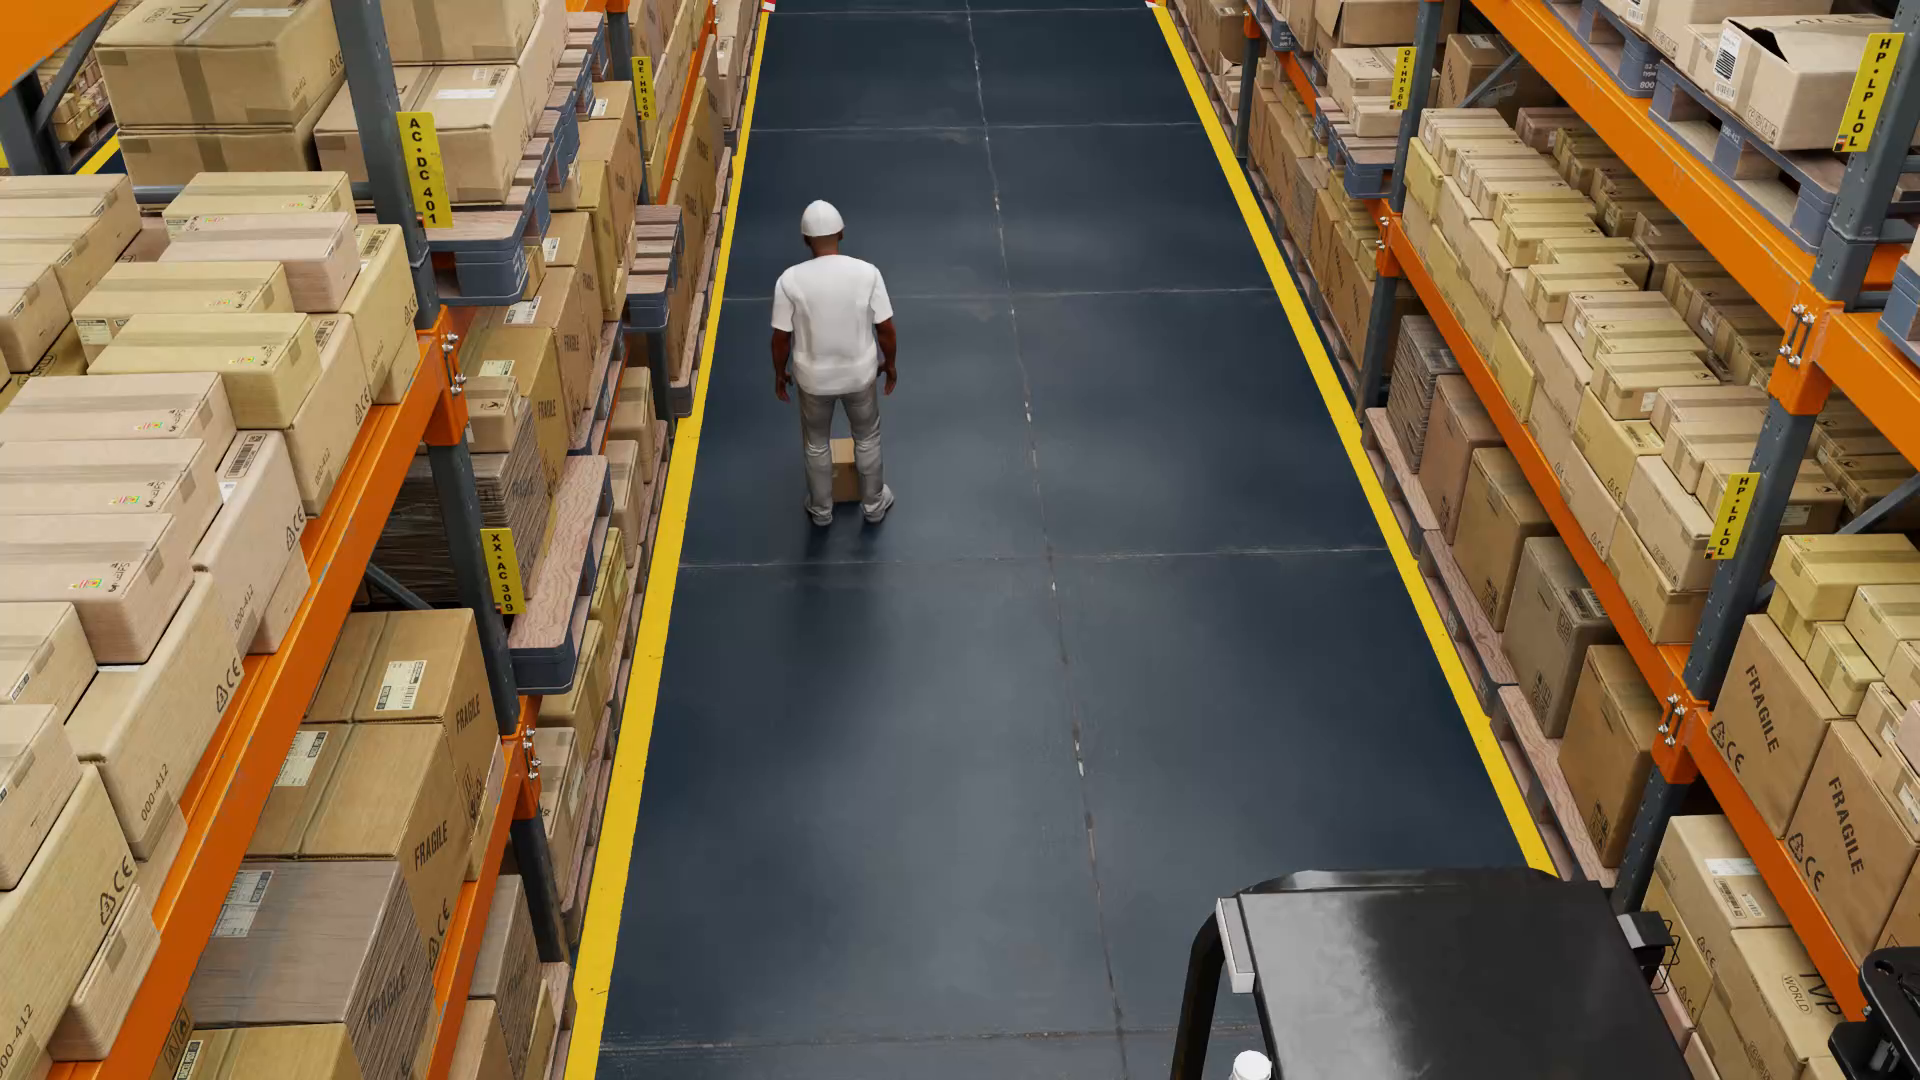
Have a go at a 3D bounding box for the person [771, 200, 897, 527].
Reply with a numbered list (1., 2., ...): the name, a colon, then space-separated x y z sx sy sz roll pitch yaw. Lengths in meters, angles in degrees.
1. person: -0.631 -0.864 8.413 0.629 1.759 0.460 -4 35 -6
